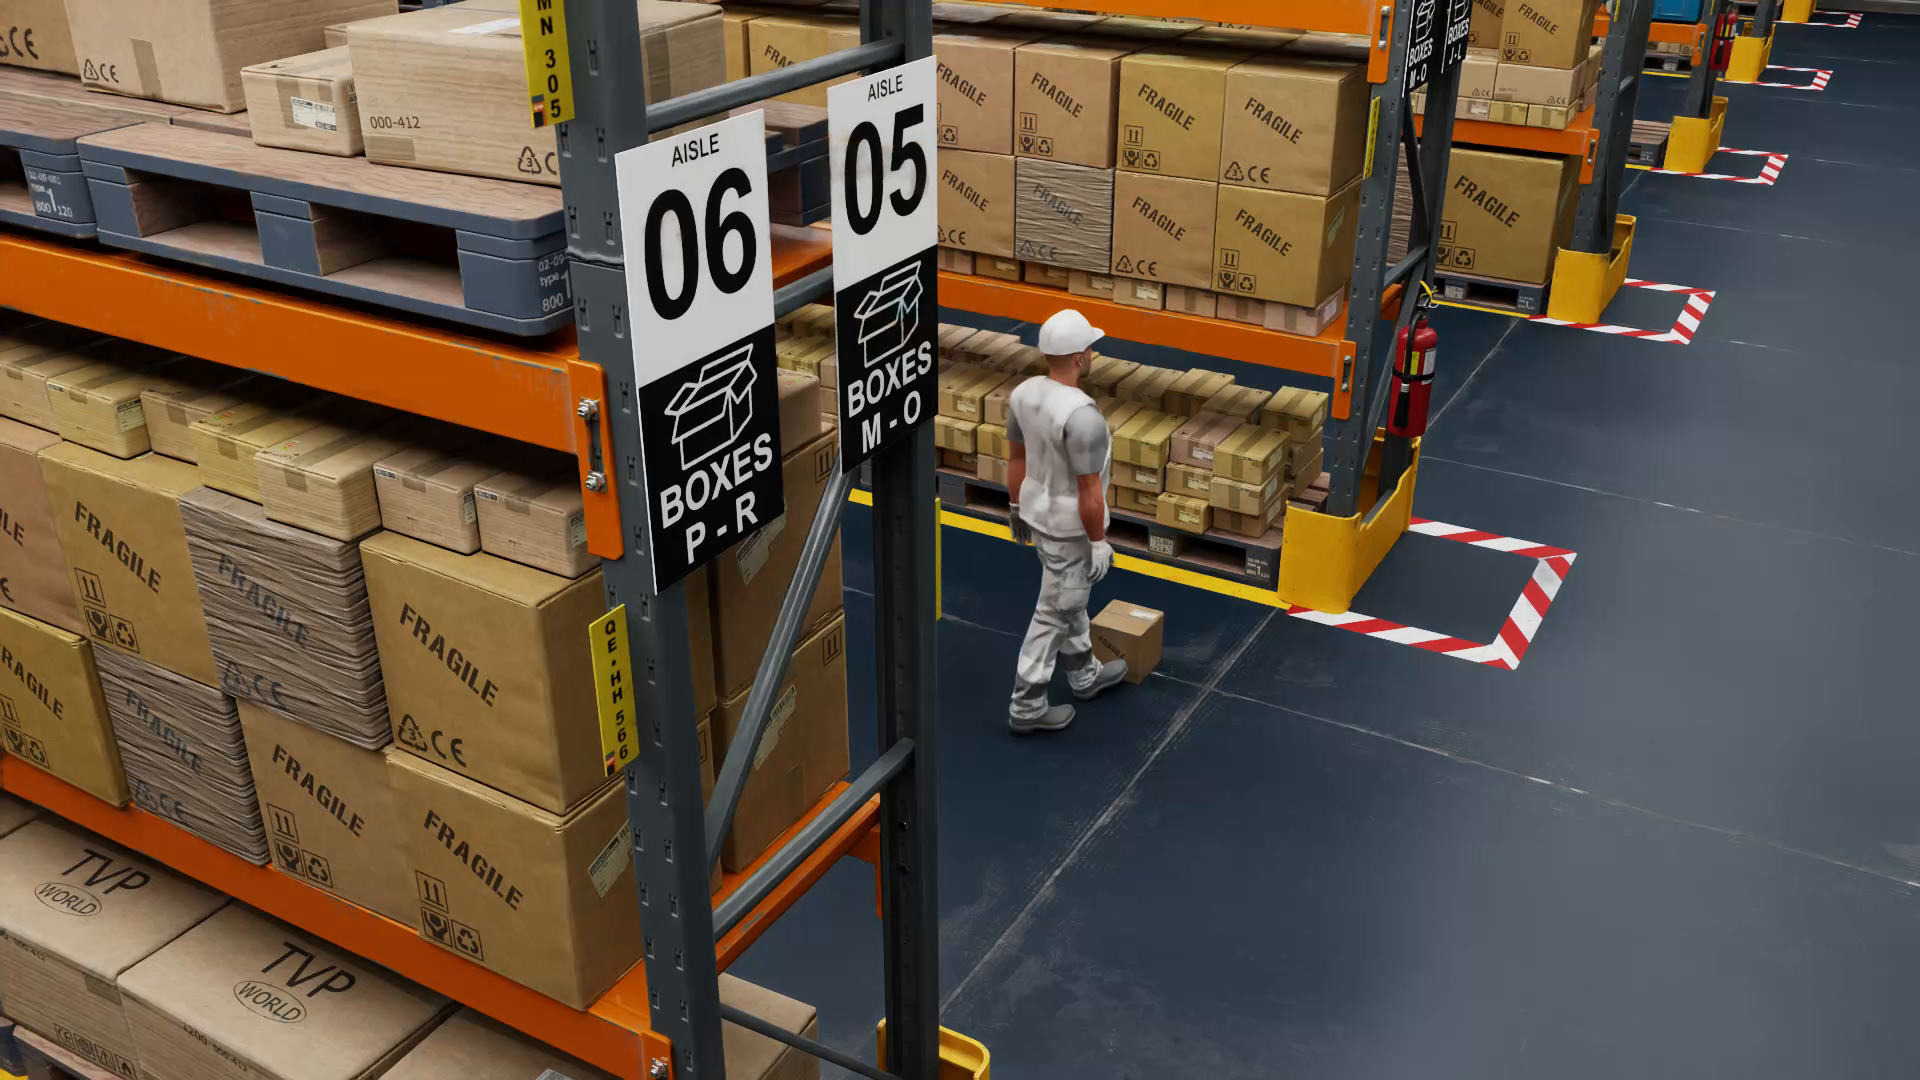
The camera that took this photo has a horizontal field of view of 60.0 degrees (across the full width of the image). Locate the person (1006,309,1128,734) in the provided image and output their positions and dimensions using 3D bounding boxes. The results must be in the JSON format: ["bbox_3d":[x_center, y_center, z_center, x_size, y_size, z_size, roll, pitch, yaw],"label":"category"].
[{"bbox_3d":[0.489,-0.074,6.720,0.687,1.790,0.546,-13,29,-25],"label":"person"}]
